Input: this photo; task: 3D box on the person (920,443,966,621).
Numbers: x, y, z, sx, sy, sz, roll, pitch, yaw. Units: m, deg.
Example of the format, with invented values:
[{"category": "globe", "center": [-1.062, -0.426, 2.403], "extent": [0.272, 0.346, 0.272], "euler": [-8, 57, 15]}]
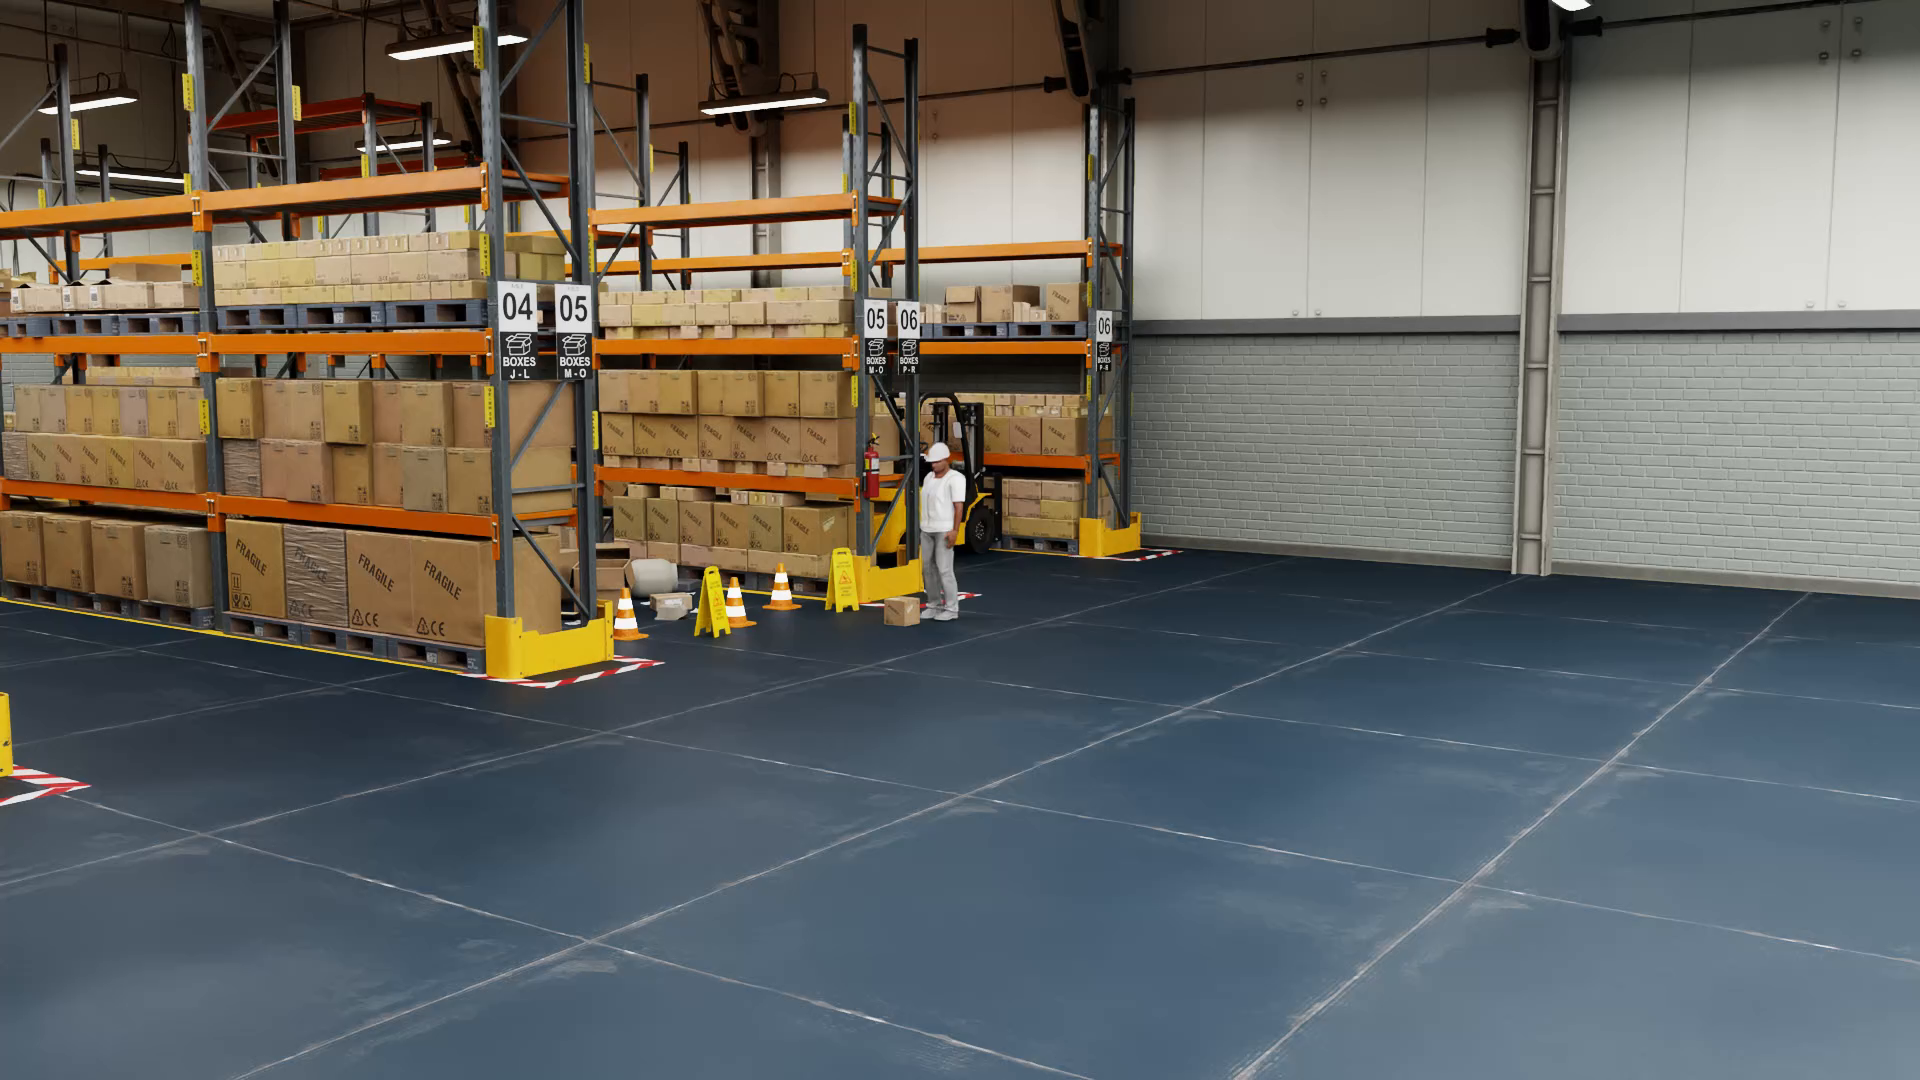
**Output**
[{"category": "person", "center": [-0.193, -0.088, 16.510], "extent": [0.368, 1.761, 0.568], "euler": [-6, 9, -43]}]
